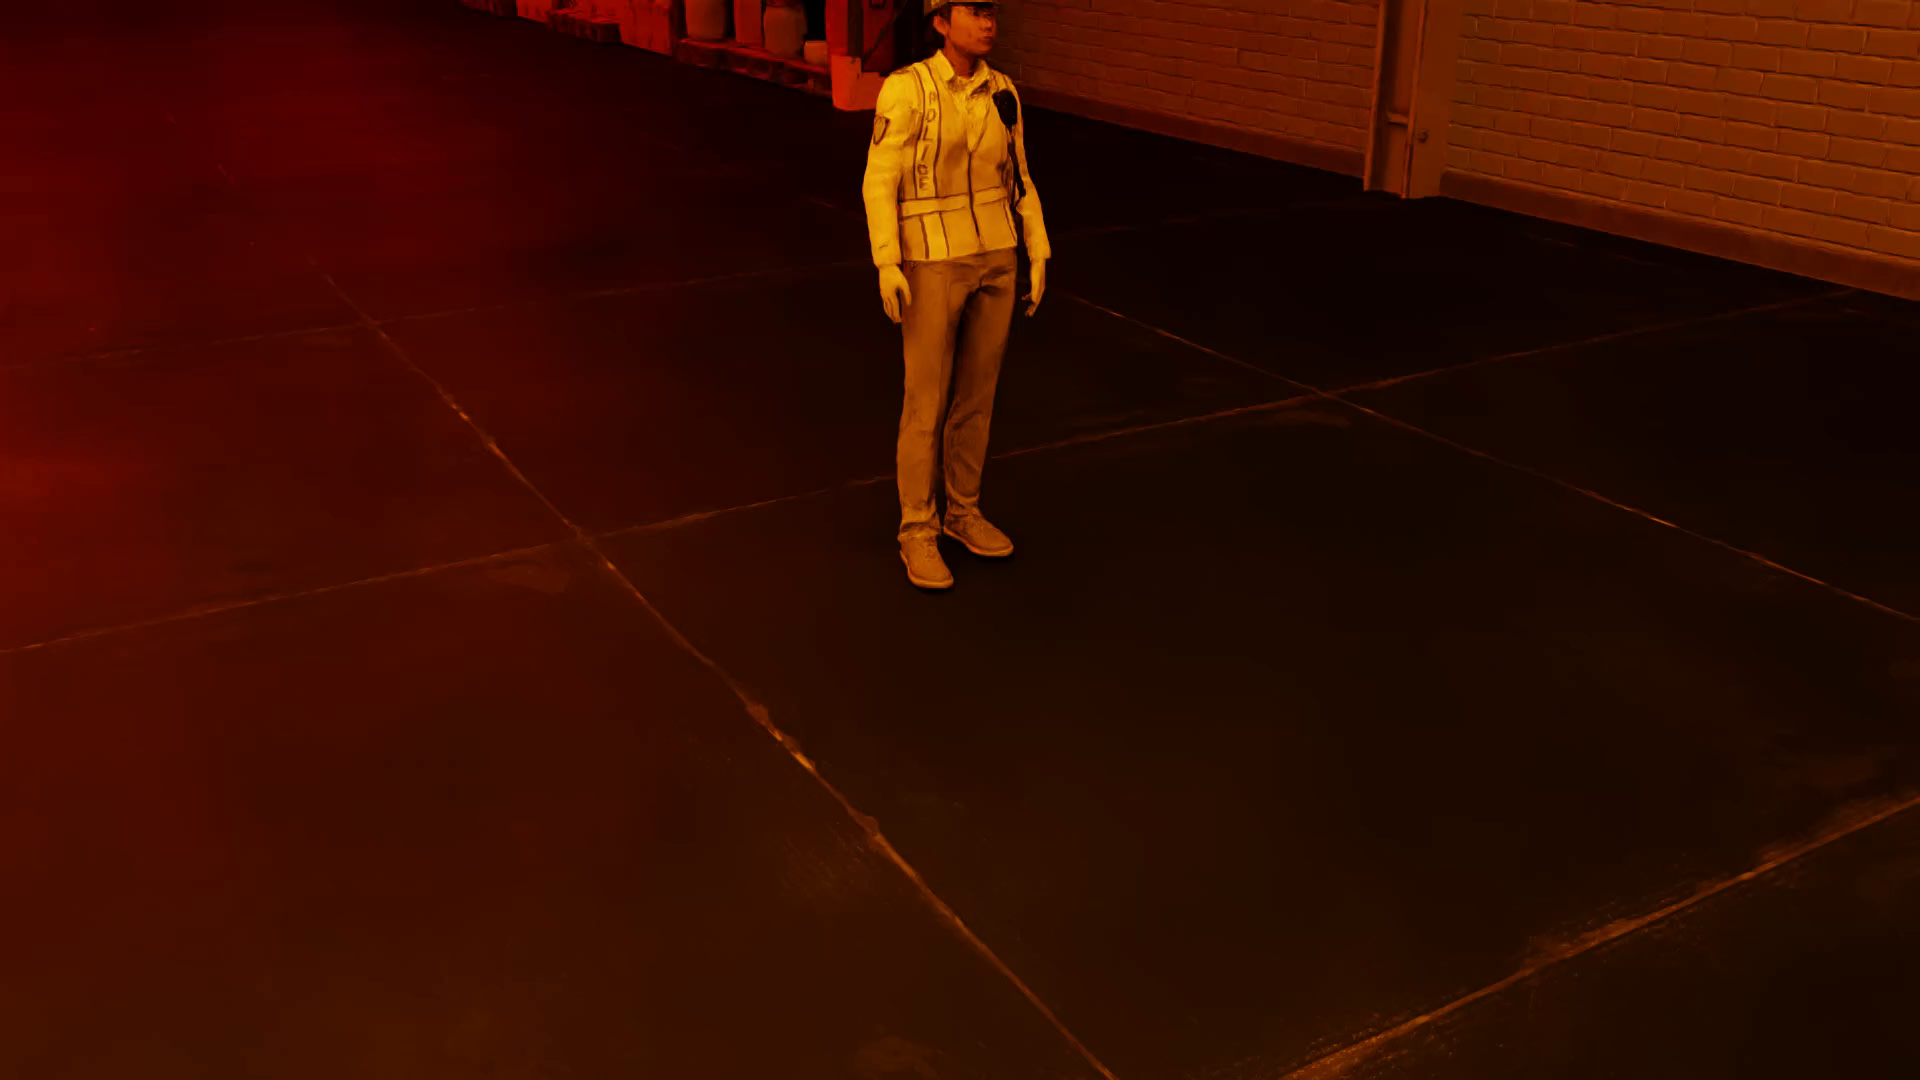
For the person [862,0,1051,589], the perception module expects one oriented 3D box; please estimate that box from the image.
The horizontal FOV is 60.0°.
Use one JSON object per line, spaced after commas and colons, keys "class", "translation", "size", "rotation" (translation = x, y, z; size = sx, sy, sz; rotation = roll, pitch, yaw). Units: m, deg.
{"class": "person", "translation": [0.028, -0.767, 4.753], "size": [0.586, 1.695, 0.532], "rotation": [-12, 25, -28]}
